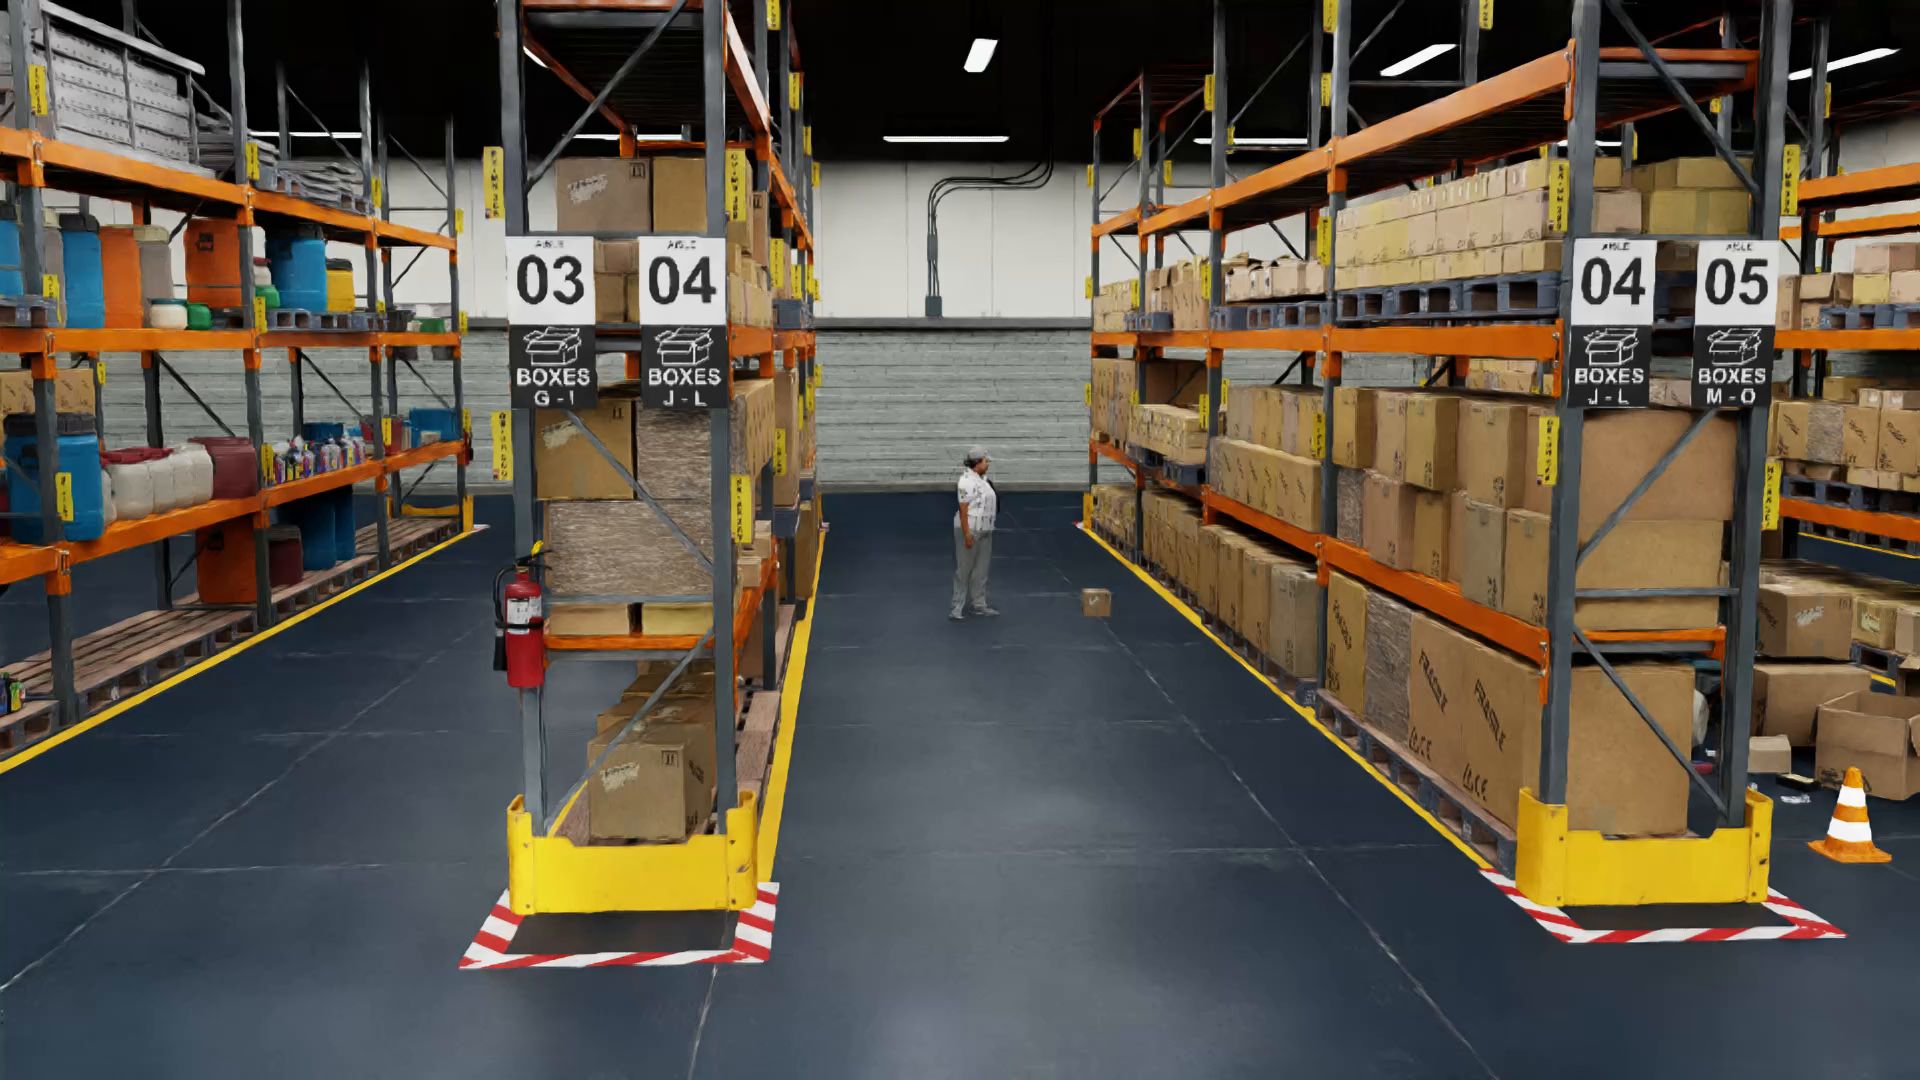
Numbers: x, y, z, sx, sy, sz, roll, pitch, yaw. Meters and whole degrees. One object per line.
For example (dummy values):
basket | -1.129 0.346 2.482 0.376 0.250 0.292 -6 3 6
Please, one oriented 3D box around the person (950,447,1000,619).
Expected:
person | 0.128 -0.073 16.251 0.398 1.668 0.591 4 8 29
